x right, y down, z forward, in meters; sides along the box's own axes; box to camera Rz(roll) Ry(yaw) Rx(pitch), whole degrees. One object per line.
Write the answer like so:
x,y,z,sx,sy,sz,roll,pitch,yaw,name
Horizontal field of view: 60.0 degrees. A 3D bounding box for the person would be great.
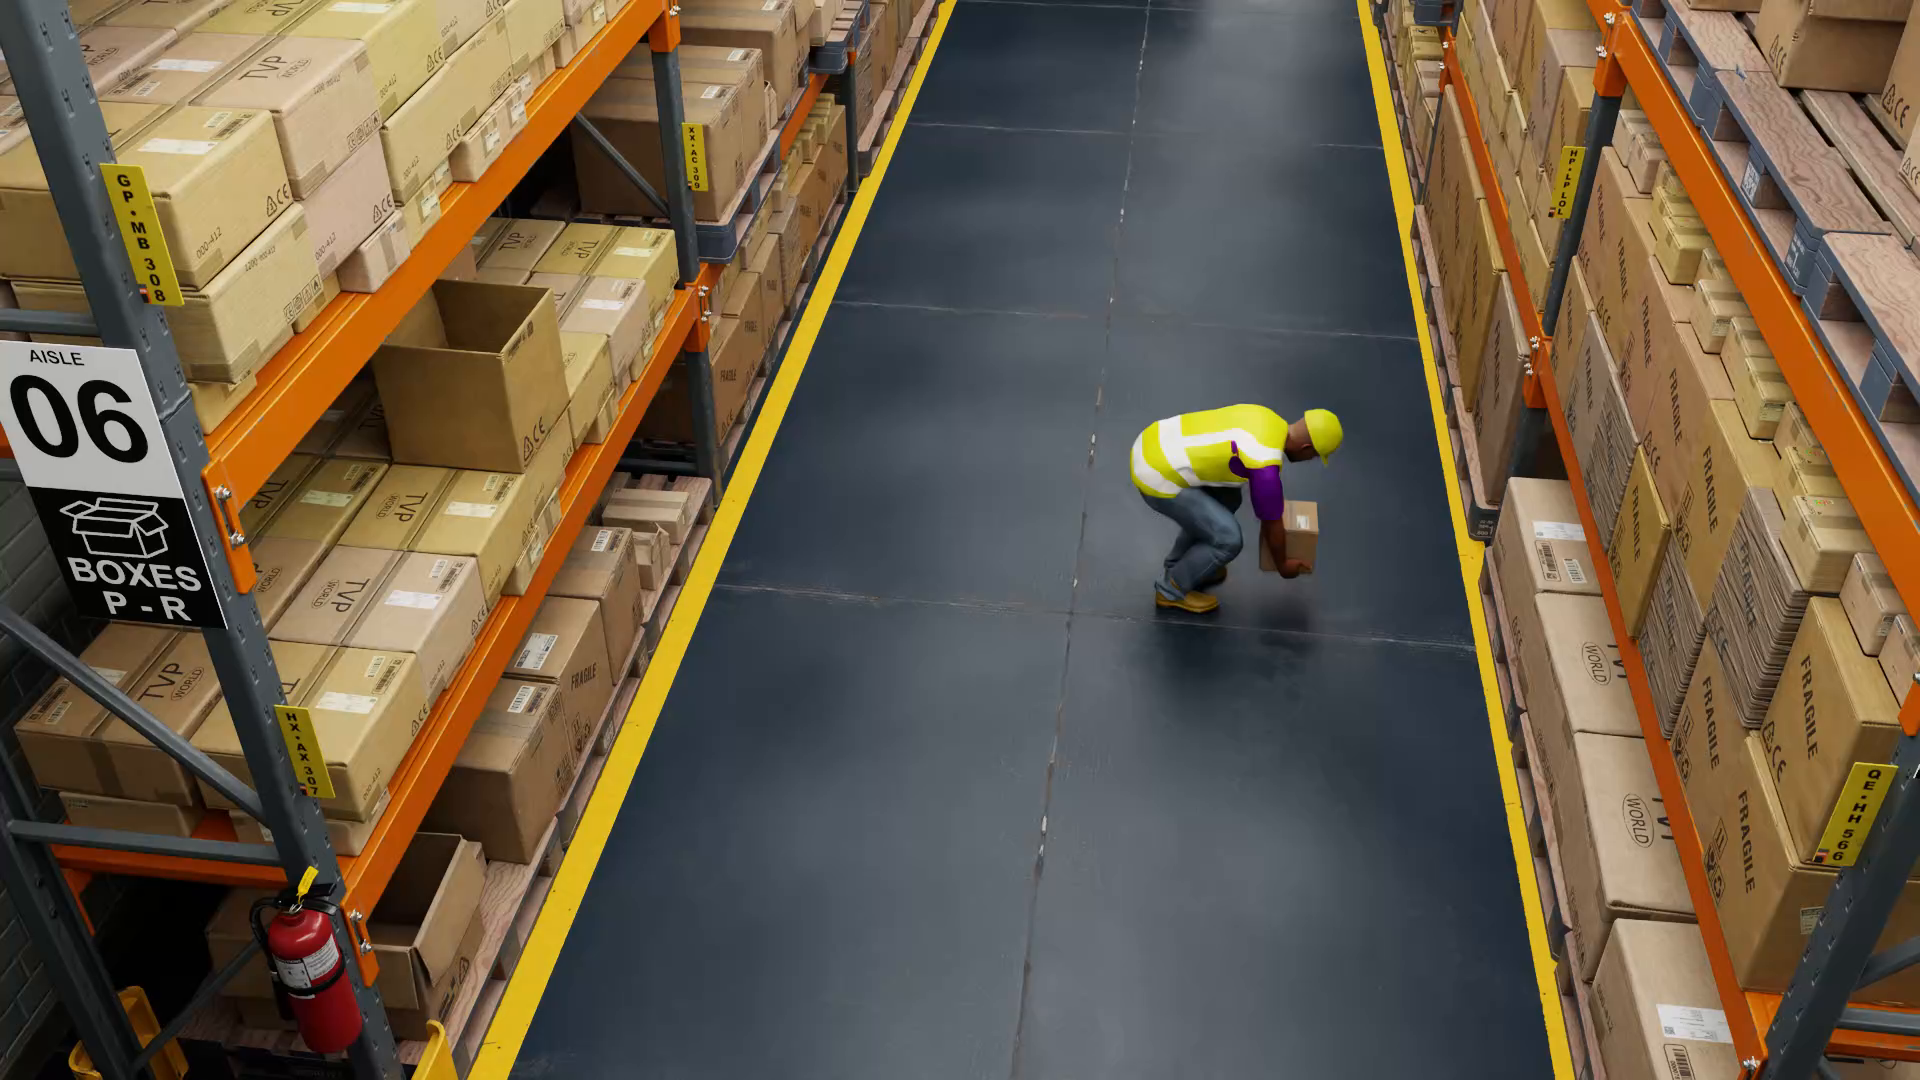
1.278,-0.178,7.890,0.963,1.034,0.526,3,36,4,person
